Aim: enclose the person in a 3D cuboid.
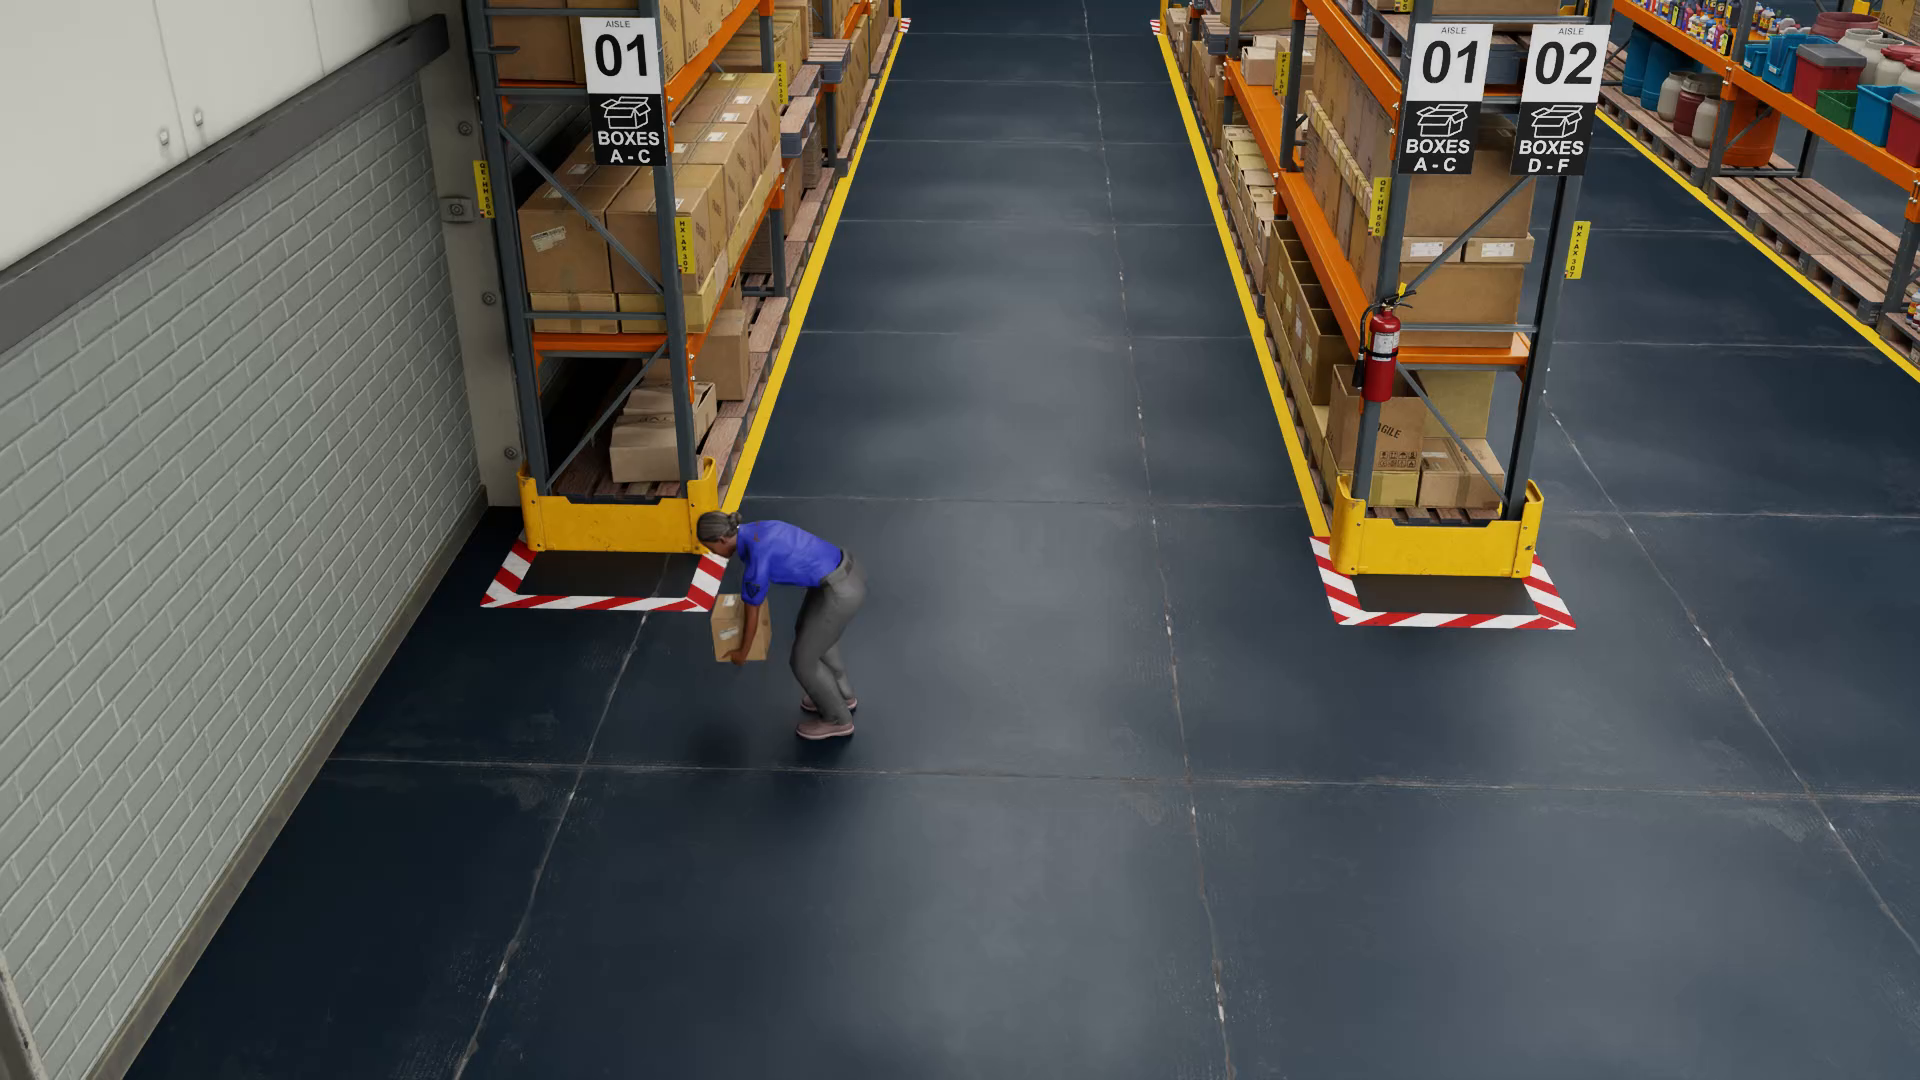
[{"bbox_3d":[-0.872,0.365,8.335,0.824,1.147,0.429,0,28,0],"label":"person"}]
